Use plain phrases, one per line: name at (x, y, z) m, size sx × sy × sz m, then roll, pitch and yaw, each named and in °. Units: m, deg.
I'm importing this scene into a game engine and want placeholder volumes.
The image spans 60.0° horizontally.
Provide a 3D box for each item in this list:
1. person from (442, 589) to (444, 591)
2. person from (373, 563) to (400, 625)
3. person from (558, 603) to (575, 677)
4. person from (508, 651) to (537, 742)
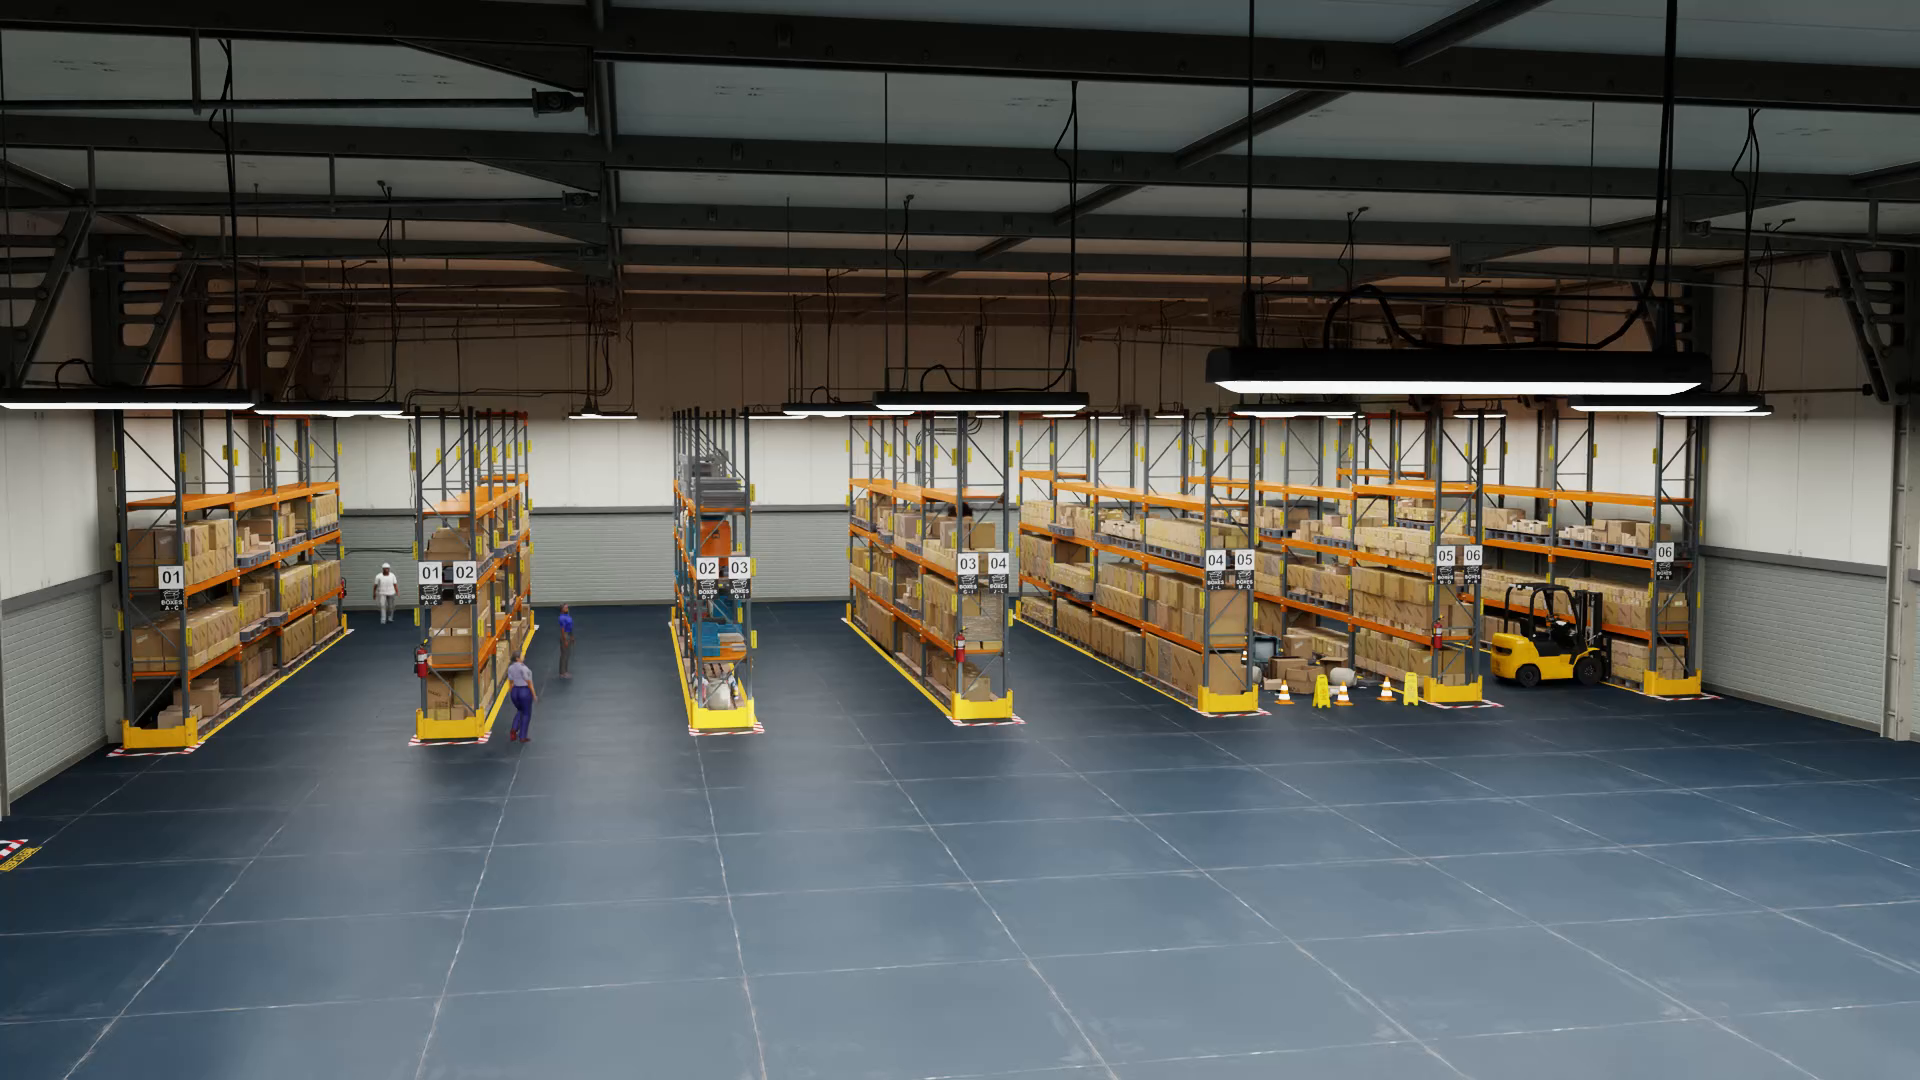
person at (-13.998, 1.725, 44.905) m, size 0.541 × 1.626 × 1.016 m, roll 0°, pitch 4°, yaw 3°
person at (-16.231, 1.522, 47.035) m, size 0.725 × 1.724 × 1.057 m, roll -1°, pitch 4°, yaw -18°
person at (-8.845, 2.260, 37.387) m, size 0.371 × 1.690 × 0.475 m, roll -1°, pitch 4°, yaw -12°
person at (-7.774, 2.792, 29.679) m, size 0.512 × 1.633 × 0.424 m, roll 2°, pitch 5°, yaw 27°
